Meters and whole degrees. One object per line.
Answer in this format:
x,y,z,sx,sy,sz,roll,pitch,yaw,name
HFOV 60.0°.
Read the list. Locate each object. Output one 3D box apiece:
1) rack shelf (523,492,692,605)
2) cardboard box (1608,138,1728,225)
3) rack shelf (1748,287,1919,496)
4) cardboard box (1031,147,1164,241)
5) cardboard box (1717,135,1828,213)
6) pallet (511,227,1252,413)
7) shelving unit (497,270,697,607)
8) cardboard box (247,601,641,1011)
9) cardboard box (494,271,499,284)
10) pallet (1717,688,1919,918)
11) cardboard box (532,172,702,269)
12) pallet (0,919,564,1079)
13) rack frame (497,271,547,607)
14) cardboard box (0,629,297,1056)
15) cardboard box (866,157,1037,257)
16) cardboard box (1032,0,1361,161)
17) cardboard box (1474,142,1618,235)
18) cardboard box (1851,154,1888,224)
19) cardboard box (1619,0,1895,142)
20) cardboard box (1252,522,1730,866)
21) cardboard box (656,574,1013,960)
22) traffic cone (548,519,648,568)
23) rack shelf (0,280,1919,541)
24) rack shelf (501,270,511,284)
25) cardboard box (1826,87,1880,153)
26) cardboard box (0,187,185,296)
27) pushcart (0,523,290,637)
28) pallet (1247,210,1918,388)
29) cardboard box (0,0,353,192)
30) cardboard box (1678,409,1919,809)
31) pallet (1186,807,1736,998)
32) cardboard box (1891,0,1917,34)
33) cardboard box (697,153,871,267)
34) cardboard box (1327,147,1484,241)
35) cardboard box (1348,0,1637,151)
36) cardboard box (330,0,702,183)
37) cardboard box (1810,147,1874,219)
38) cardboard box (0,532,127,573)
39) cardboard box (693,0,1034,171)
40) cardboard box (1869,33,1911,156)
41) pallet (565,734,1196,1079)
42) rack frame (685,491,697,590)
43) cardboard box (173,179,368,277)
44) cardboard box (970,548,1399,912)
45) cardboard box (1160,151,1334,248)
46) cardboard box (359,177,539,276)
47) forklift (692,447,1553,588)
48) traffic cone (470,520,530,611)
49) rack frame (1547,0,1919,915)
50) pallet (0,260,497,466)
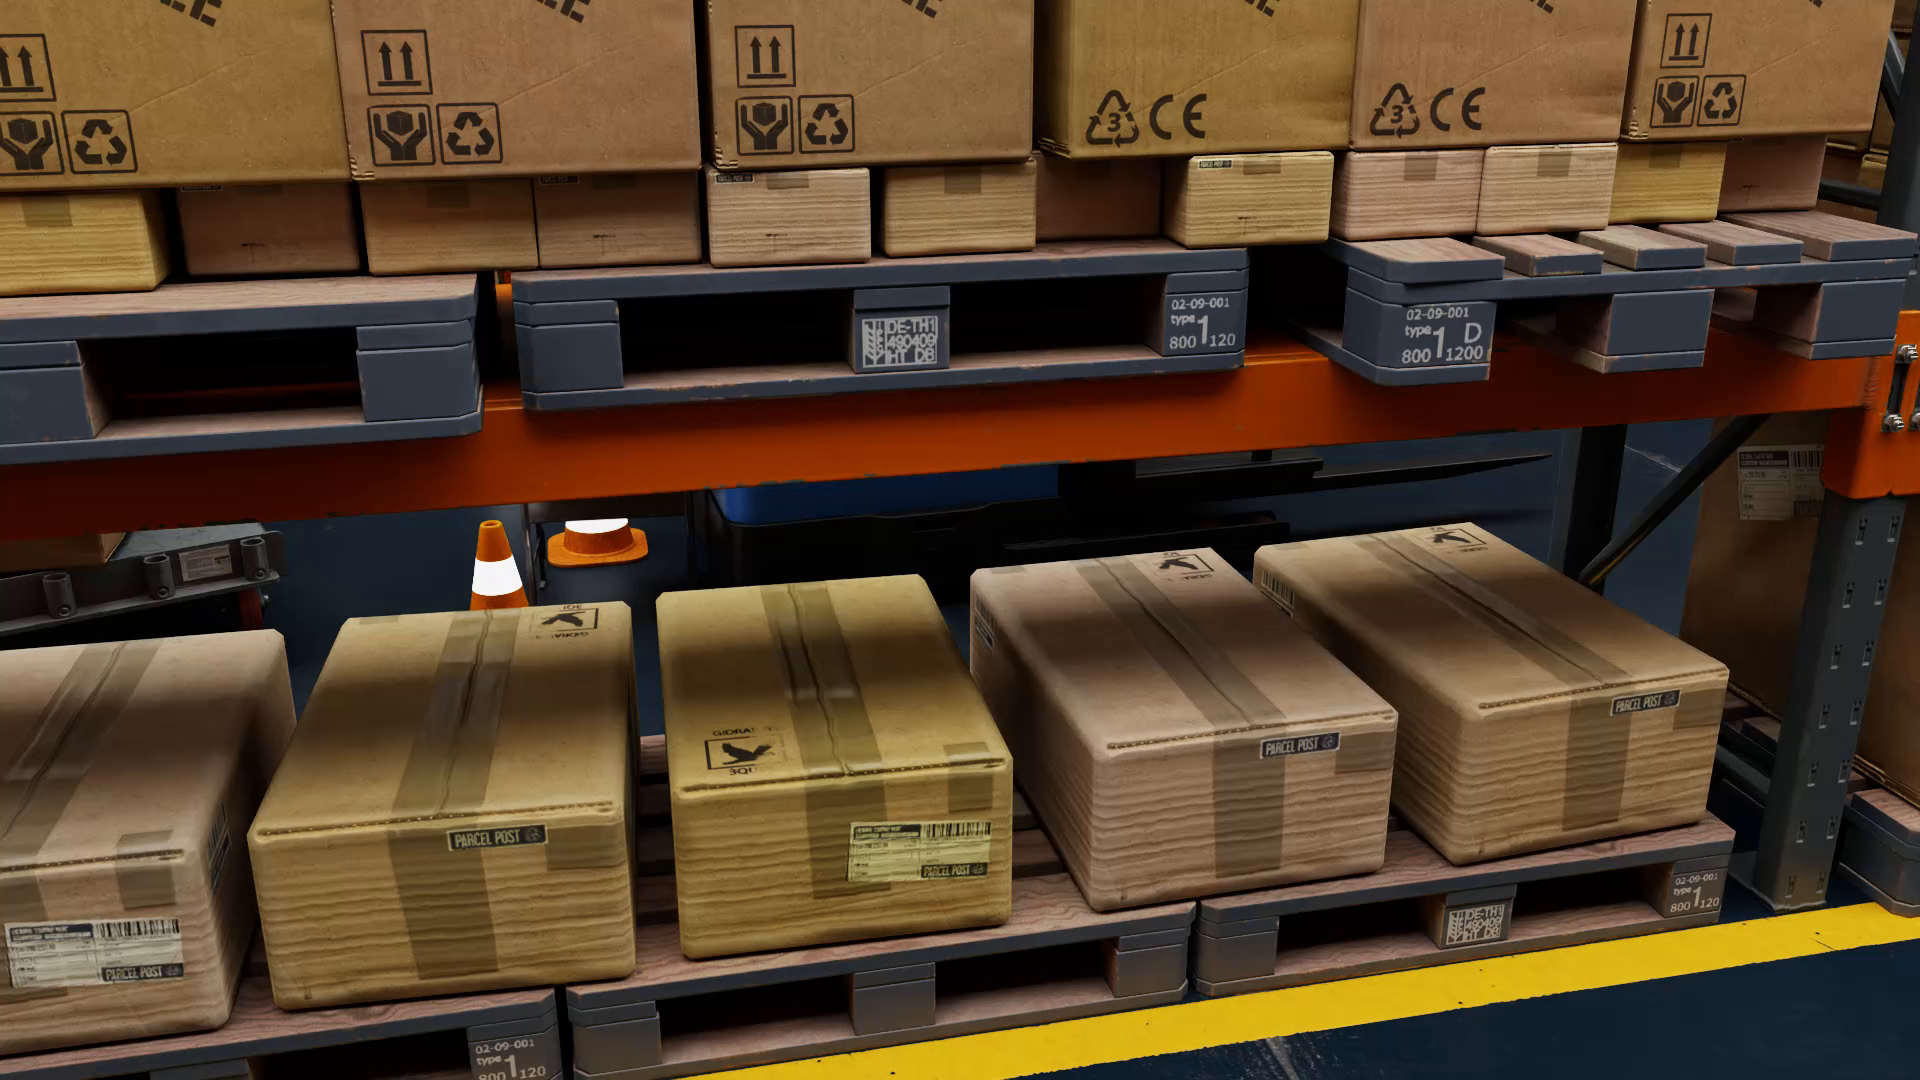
-1.092,-0.129,5.188,0.480,0.518,0.431,-3,20,-8,rack shelf
1.200,-0.698,3.113,0.250,0.149,0.380,-4,21,-12,cardboard box
3.656,-0.589,4.107,4.000,0.370,1.077,-5,21,-12,rack shelf
0.180,-0.641,2.959,0.250,0.149,0.380,-4,21,-12,cardboard box
1.444,-0.743,3.237,0.250,0.149,0.380,-4,20,-10,cardboard box
-0.208,-0.508,3.119,1.213,0.211,1.003,-5,21,-12,pallet
-1.092,-0.799,4.943,0.503,2.100,0.431,-3,20,-8,shelving unit
-0.975,0.484,3.341,0.625,0.372,0.950,-3,20,-9,cardboard box
-1.898,-1.396,7.925,0.750,0.750,1.050,-5,21,-12,cardboard box
2.494,0.504,4.133,1.213,0.211,1.003,-5,21,-12,pallet
-0.569,-0.559,2.735,0.250,0.149,0.380,-4,21,-12,cardboard box
-1.426,0.795,3.336,1.213,0.211,1.003,-5,21,-12,pallet
-1.333,-0.786,4.908,0.015,2.100,0.400,-3,20,-8,rack frame
-1.674,0.543,3.183,0.625,0.372,0.950,-4,21,-12,cardboard box
-0.045,-0.594,2.829,0.250,0.149,0.380,-5,21,-14,cardboard box
0.339,-0.938,2.827,0.500,0.500,0.500,-6,21,-16,cardboard box
0.965,-0.663,3.017,0.250,0.149,0.380,-5,21,-13,cardboard box
2.243,-0.653,3.453,0.500,0.250,0.500,-5,21,-13,cardboard box
1.331,-1.023,3.059,0.500,0.500,0.500,-5,21,-14,cardboard box
1.157,0.310,3.818,0.625,0.372,0.950,-6,21,-16,cardboard box
-0.298,0.429,3.493,0.625,0.372,0.950,-4,20,-11,cardboard box
-1.247,-0.185,5.647,0.334,0.463,0.336,-5,21,-12,traffic cone
-0.237,-0.272,3.243,4.000,0.370,1.077,-5,21,-12,rack shelf
-1.092,-0.786,4.948,0.480,0.518,0.431,-3,20,-8,rack shelf
2.122,-1.056,3.828,0.500,0.250,0.500,-5,21,-13,cardboard box
-1.328,-0.486,2.535,0.250,0.149,0.380,-4,21,-11,cardboard box
-2.757,0.020,5.211,0.936,0.377,1.648,-13,24,-31,pushcart
1.040,-0.586,3.333,1.003,0.211,1.213,-5,21,-12,pallet
-1.174,-0.817,2.495,0.500,0.500,0.500,-5,21,-12,cardboard box
2.400,0.005,3.918,0.875,0.875,0.875,-5,21,-13,cardboard box
0.948,0.602,3.864,1.213,0.211,1.003,-5,21,-12,pallet
2.245,-1.242,3.245,0.500,0.500,0.500,-5,21,-14,cardboard box
-0.298,-0.563,2.745,0.250,0.149,0.380,-4,20,-10,cardboard box
0.718,-0.645,2.970,0.250,0.149,0.380,-6,21,-15,cardboard box
0.830,-0.979,2.937,0.500,0.500,0.500,-5,21,-13,cardboard box
-0.690,-0.851,2.589,0.500,0.500,0.500,-5,21,-13,cardboard box
2.142,-0.825,3.924,0.500,0.250,0.500,-5,21,-14,cardboard box
-2.622,-0.227,4.607,0.500,0.500,0.500,-5,21,-12,cardboard box
-0.192,-0.895,2.710,0.500,0.500,0.500,-6,21,-15,cardboard box
2.259,-0.890,3.375,0.500,0.250,0.500,-5,21,-13,cardboard box
-0.237,0.698,3.603,1.213,0.211,1.003,-5,21,-12,pallet
-0.851,-0.812,4.978,0.015,2.100,0.400,-3,20,-8,rack frame
-1.070,-0.534,2.666,0.250,0.149,0.380,-3,20,-9,cardboard box
0.441,0.371,3.651,0.625,0.372,0.950,-5,21,-14,cardboard box
0.454,-0.619,2.898,0.250,0.149,0.380,-4,21,-12,cardboard box
-0.810,-0.540,2.683,0.250,0.149,0.380,-4,21,-12,cardboard box
0.599,-1.438,5.478,3.031,2.935,1.130,-6,21,-16,forklift
-1.299,0.173,4.671,0.334,0.463,0.336,-5,21,-12,traffic cone
1.709,-0.768,3.551,0.127,3.000,1.000,-5,21,-12,rack frame
-1.406,-0.374,2.752,1.213,0.211,1.003,-5,21,-12,pallet
